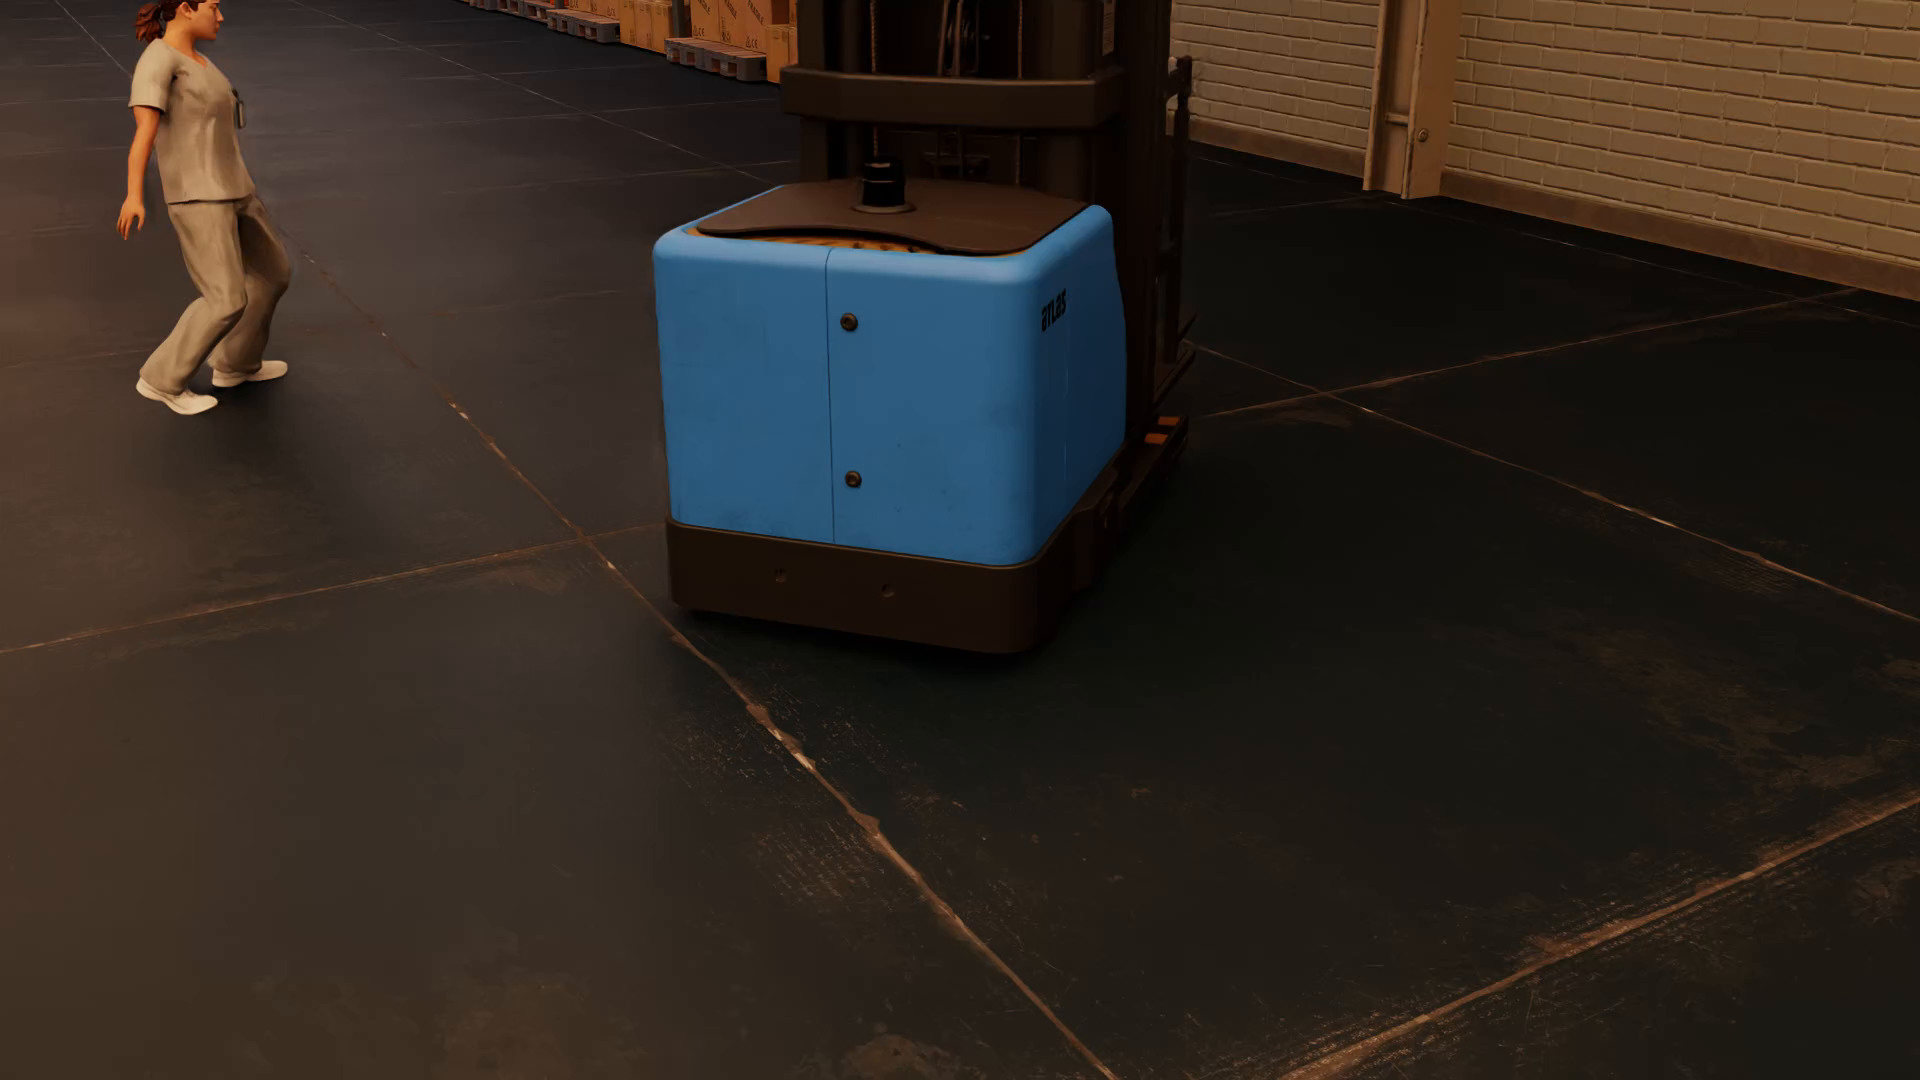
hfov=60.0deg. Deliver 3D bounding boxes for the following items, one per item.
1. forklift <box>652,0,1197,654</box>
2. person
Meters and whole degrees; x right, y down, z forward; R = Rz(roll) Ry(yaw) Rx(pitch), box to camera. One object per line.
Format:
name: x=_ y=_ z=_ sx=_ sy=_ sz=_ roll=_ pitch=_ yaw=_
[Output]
forklift: x=0.162 y=-1.595 z=5.160 sx=1.130 sy=2.935 sz=3.031 roll=7 pitch=23 yaw=17
person: x=-2.865 y=-1.274 z=6.147 sx=0.477 sy=1.598 sz=0.799 roll=1 pitch=22 yaw=3
